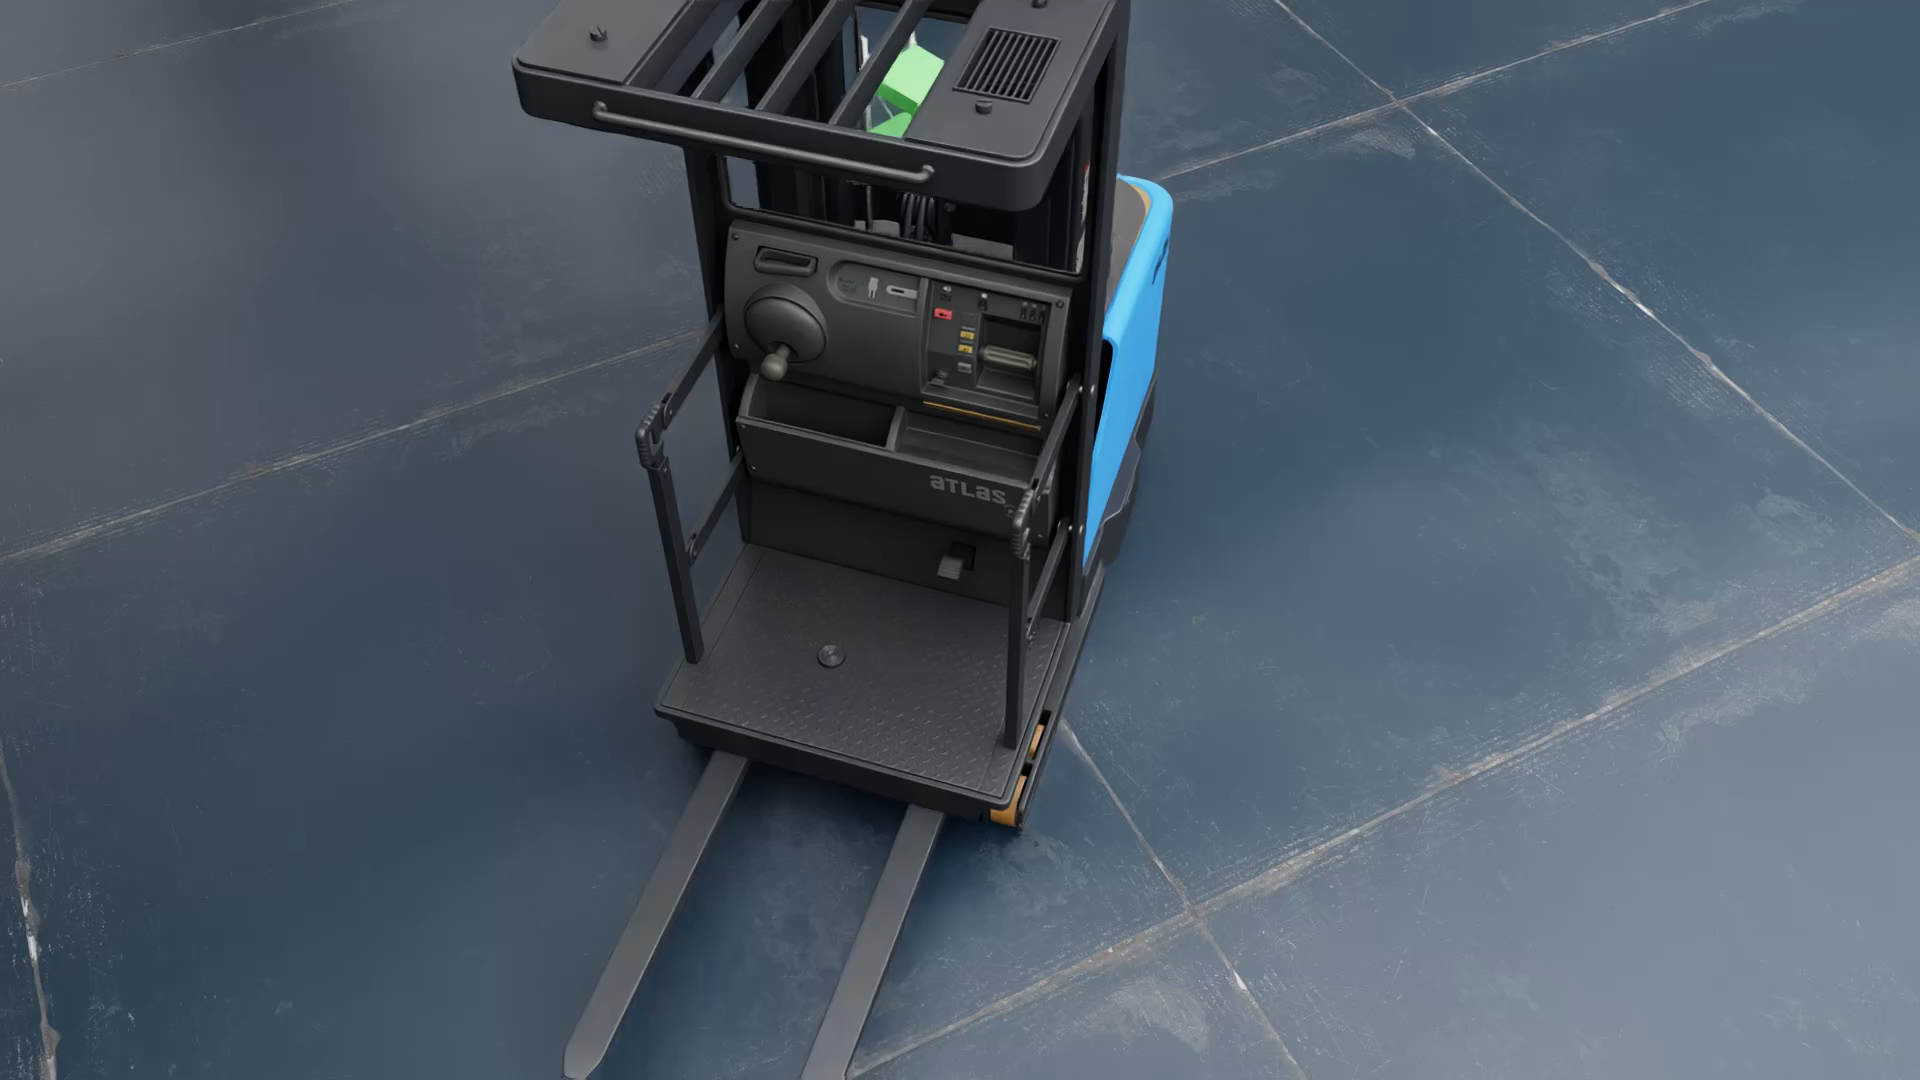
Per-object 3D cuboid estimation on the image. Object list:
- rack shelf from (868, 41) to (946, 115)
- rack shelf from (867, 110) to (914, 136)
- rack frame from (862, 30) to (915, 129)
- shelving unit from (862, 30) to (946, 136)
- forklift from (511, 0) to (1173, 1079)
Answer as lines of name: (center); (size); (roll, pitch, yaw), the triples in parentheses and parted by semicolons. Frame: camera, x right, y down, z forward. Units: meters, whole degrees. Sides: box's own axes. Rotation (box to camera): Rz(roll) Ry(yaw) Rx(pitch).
rack shelf: (-0.075, -1.512, 5.722); (0.258, 0.148, 0.480); (-37, 58, -28)
rack shelf: (-0.075, -1.354, 5.903); (0.258, 0.148, 0.480); (-37, 58, -28)
rack frame: (-0.246, -1.369, 6.150); (0.240, 1.200, 0.015); (-37, 58, -28)
shelving unit: (-0.075, -1.238, 6.036); (0.258, 1.200, 0.503); (-37, 58, -28)
forklift: (-0.239, -0.455, 4.201); (1.130, 2.935, 3.031); (14, 50, 12)
